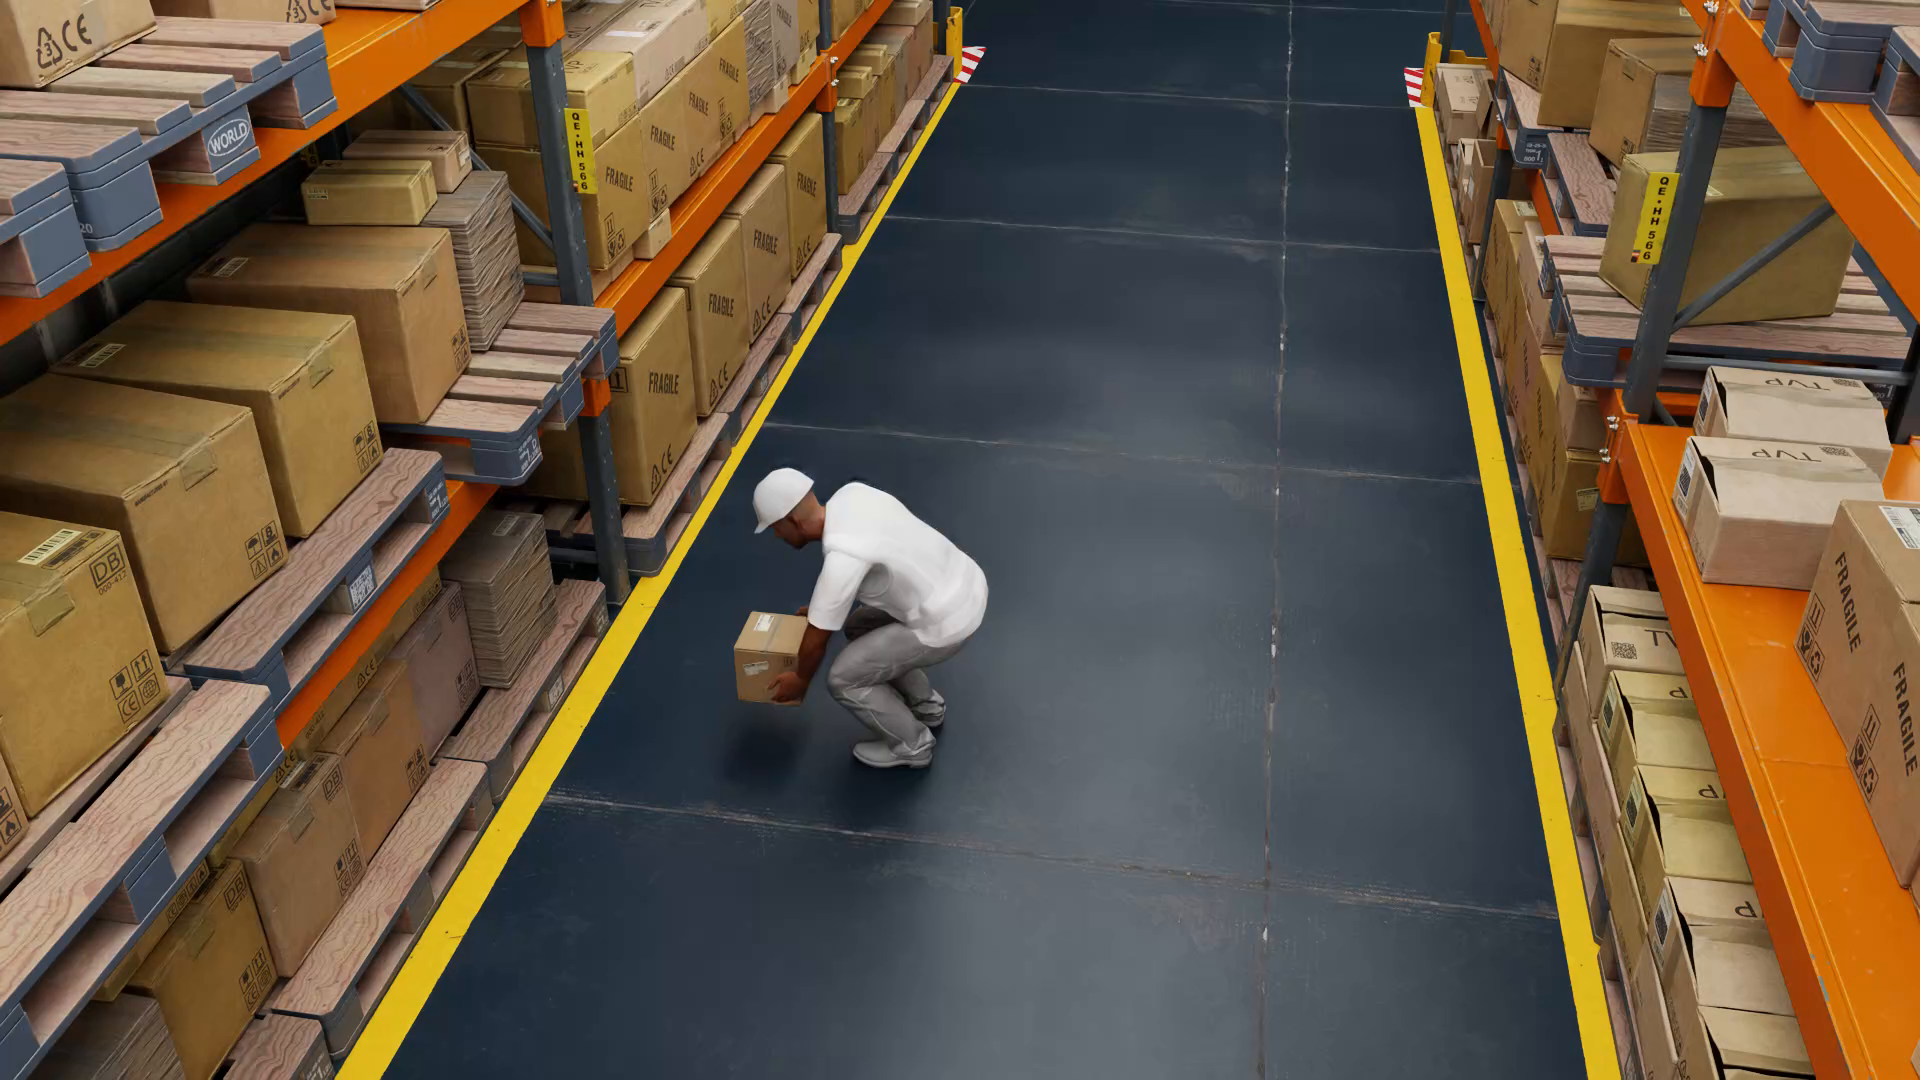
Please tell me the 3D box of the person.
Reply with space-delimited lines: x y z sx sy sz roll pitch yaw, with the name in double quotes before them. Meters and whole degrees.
"person" -0.325 0.286 6.188 0.839 1.207 0.620 5 33 8
